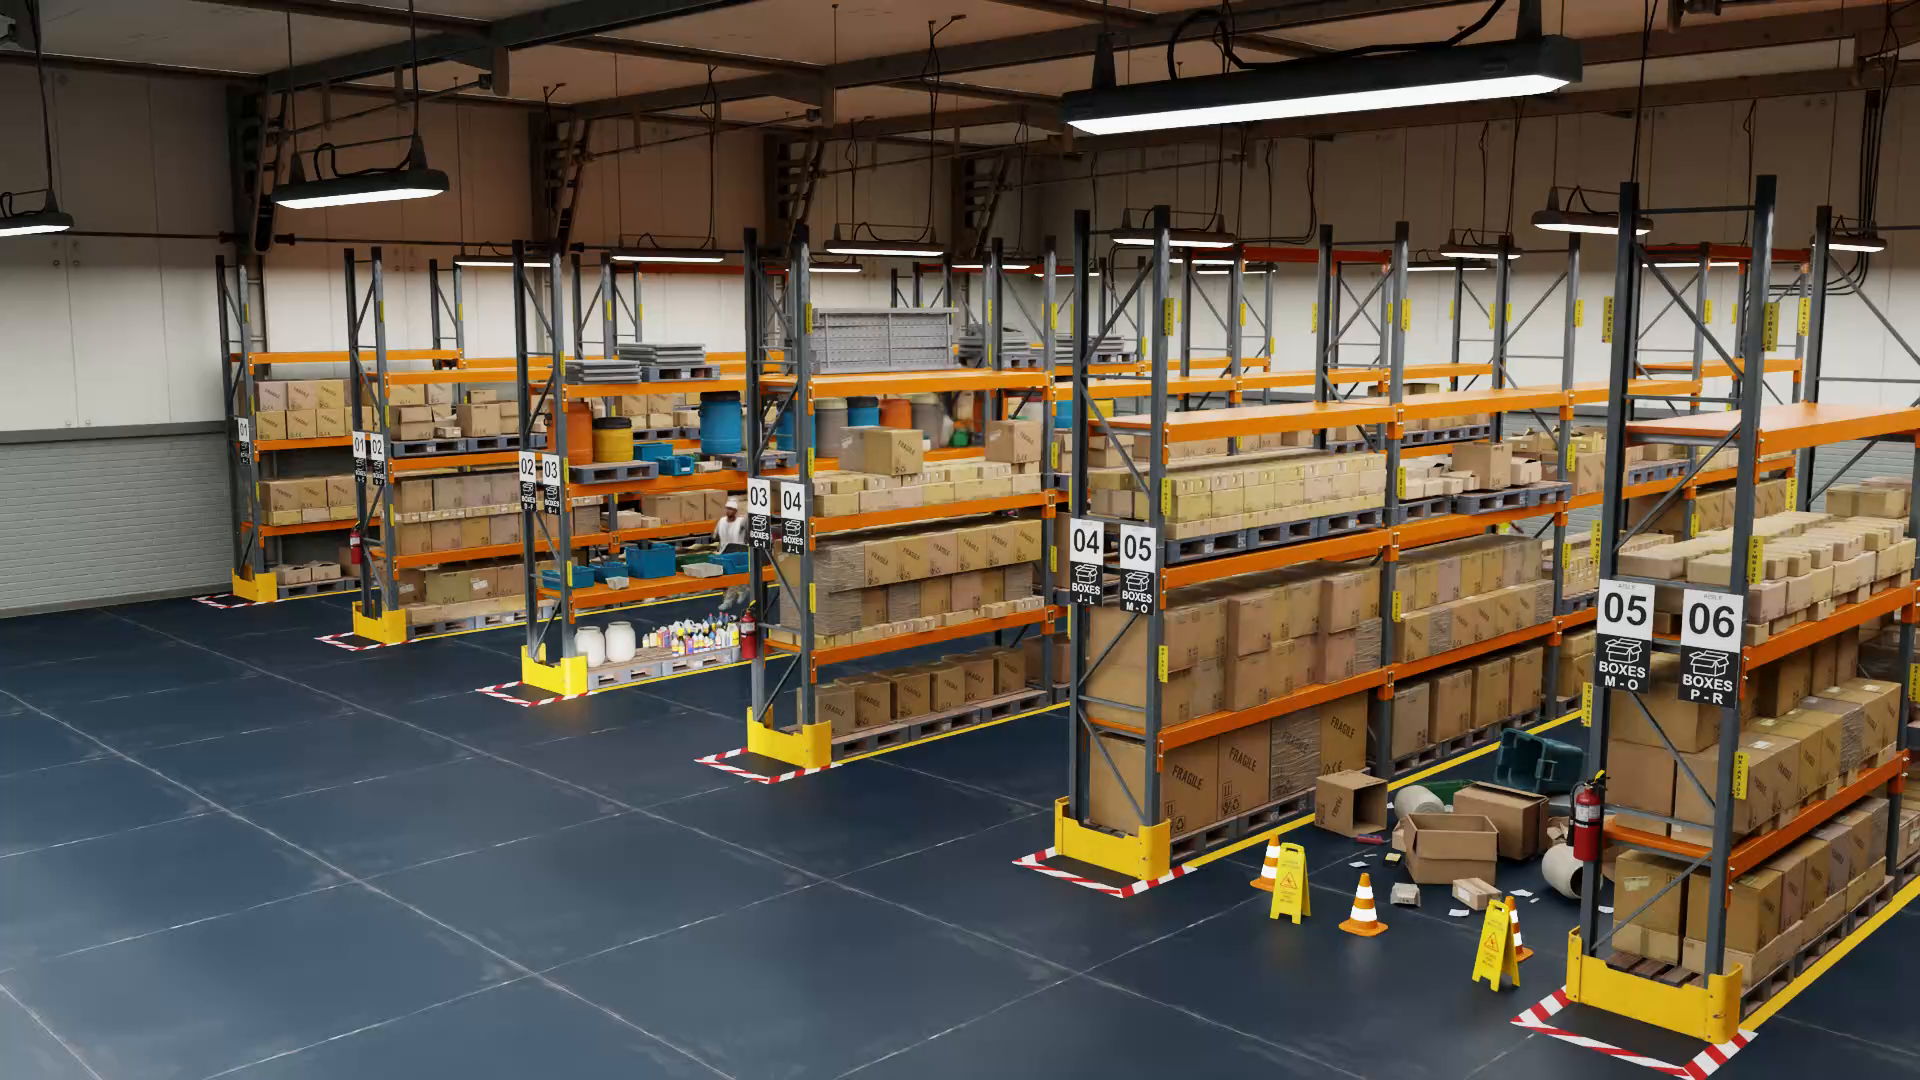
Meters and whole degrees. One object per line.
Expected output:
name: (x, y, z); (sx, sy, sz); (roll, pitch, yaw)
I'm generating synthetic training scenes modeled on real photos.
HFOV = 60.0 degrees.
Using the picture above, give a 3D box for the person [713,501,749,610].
person: (-3.769, 0.236, 27.588); (0.703, 1.791, 0.943); (4, 9, 26)

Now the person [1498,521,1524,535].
person: (10.021, -0.061, 30.991); (0.727, 1.730, 0.742); (-4, 9, -26)
